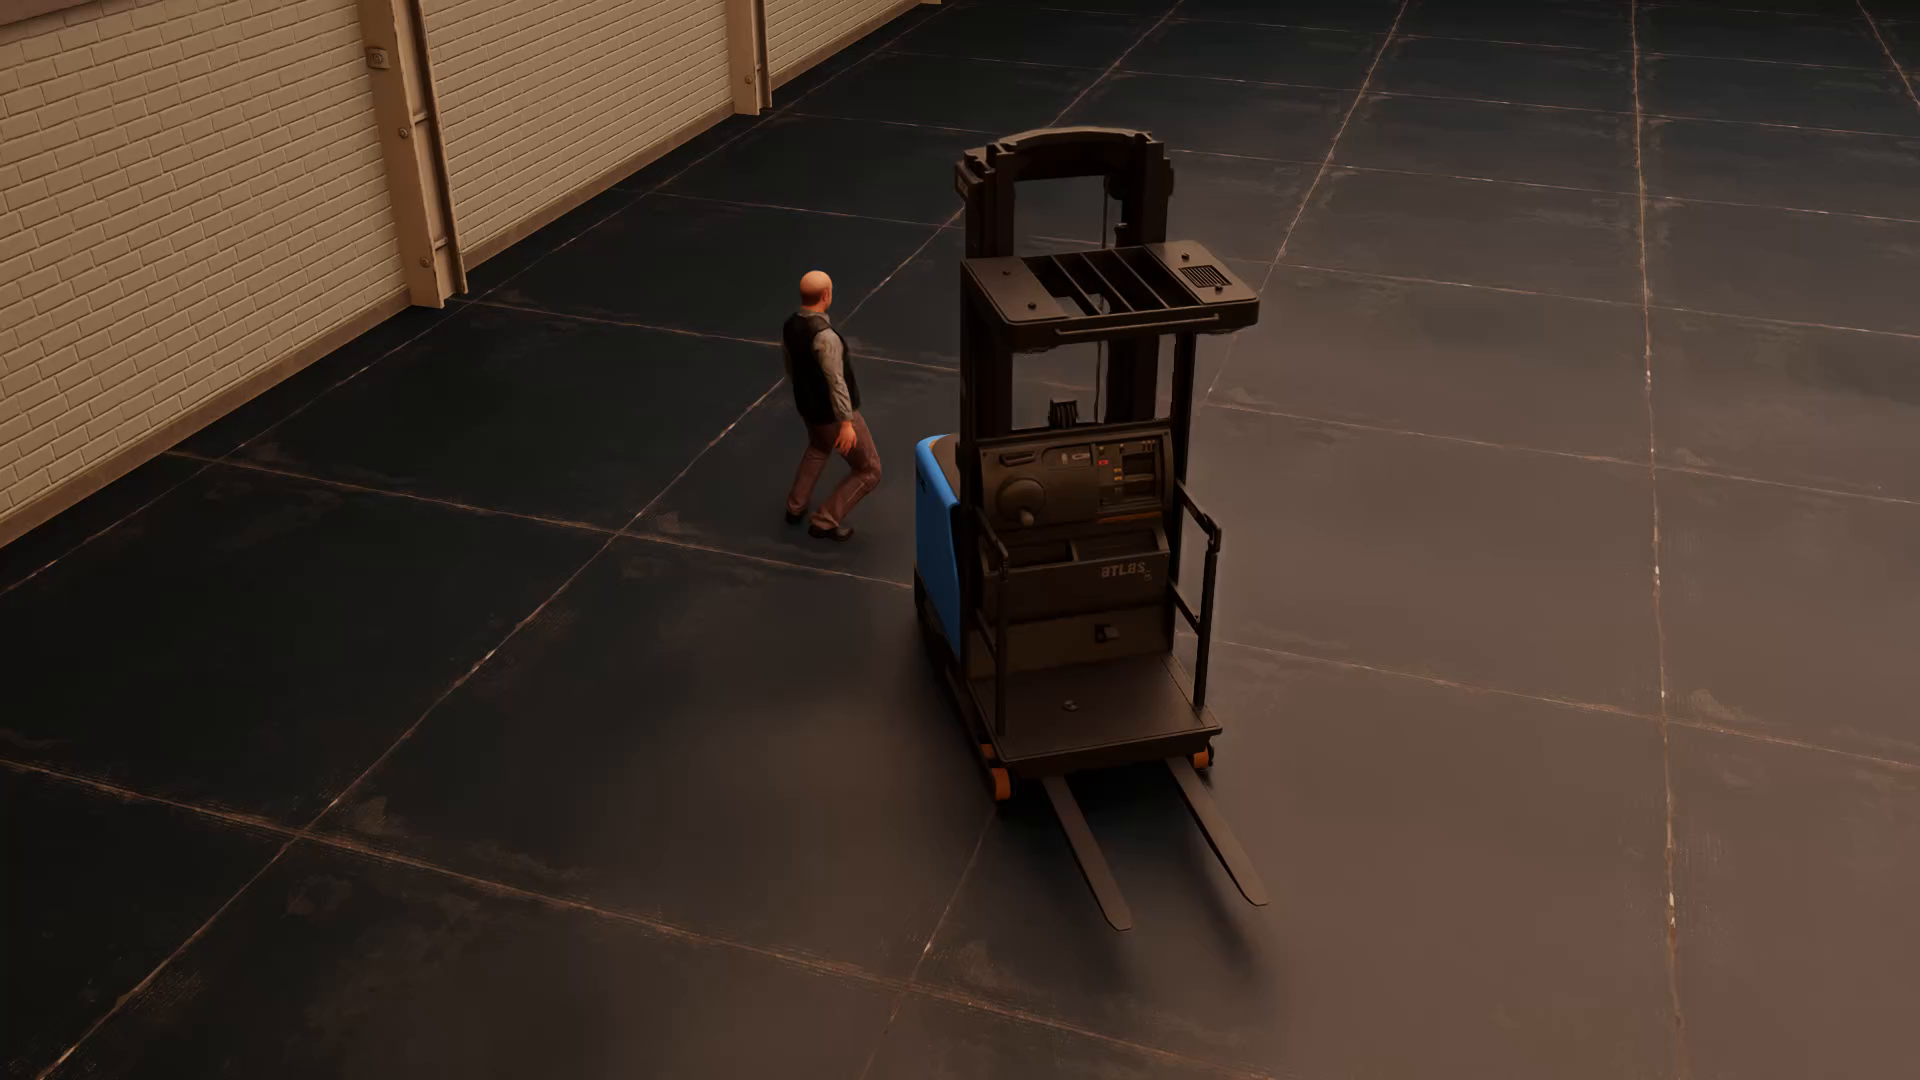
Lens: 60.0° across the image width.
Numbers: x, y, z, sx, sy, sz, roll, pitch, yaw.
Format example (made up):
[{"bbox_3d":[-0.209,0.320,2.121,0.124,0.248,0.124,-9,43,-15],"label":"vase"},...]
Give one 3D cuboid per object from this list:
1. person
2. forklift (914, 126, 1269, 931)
[{"bbox_3d":[-0.783,-0.774,9.817,0.488,1.637,0.882,-16,33,-25],"label":"person"},{"bbox_3d":[0.601,-0.242,7.561,1.130,2.935,3.031,-7,30,-12],"label":"forklift"}]
